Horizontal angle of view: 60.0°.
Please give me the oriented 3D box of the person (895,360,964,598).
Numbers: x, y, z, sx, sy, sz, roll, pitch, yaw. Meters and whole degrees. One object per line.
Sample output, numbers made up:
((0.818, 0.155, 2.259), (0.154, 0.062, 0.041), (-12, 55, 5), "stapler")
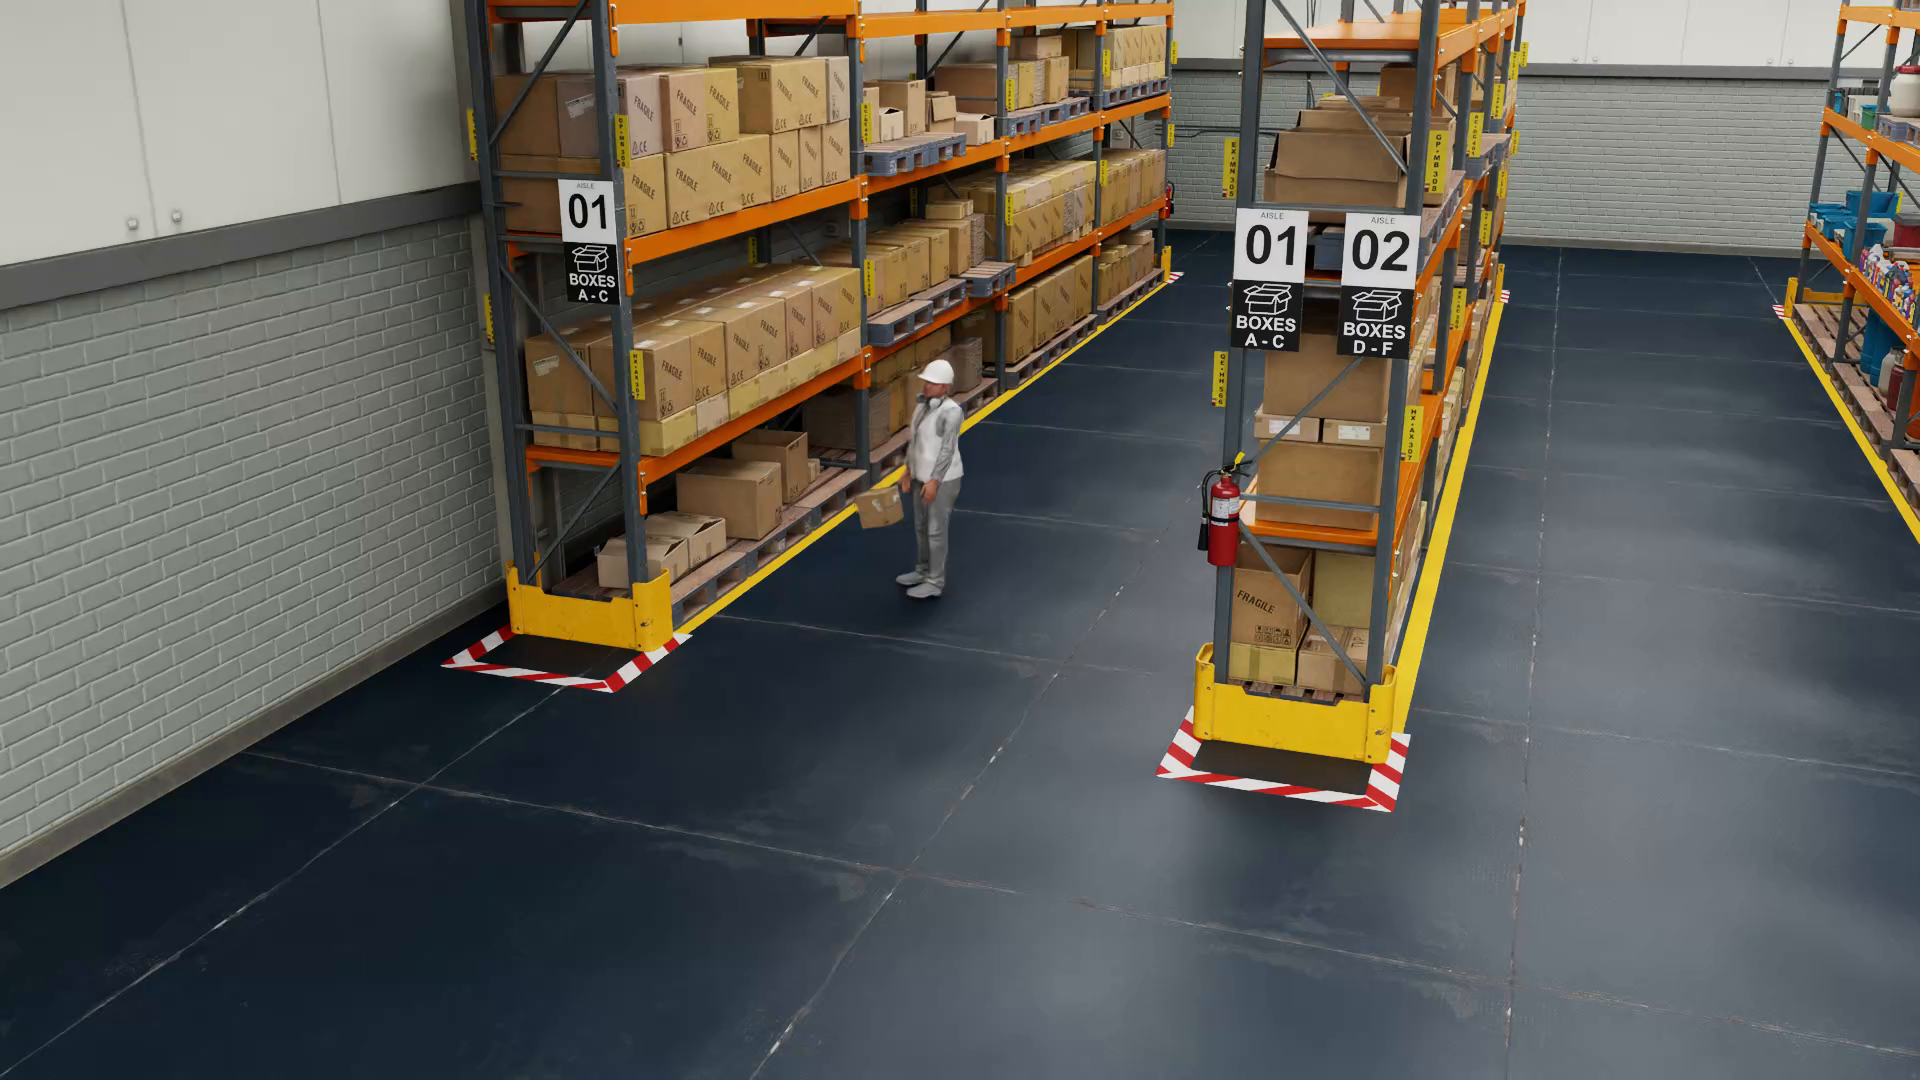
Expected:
((-0.258, -0.460, 12.332), (0.482, 1.783, 0.581), (-11, 21, -29), "person")
